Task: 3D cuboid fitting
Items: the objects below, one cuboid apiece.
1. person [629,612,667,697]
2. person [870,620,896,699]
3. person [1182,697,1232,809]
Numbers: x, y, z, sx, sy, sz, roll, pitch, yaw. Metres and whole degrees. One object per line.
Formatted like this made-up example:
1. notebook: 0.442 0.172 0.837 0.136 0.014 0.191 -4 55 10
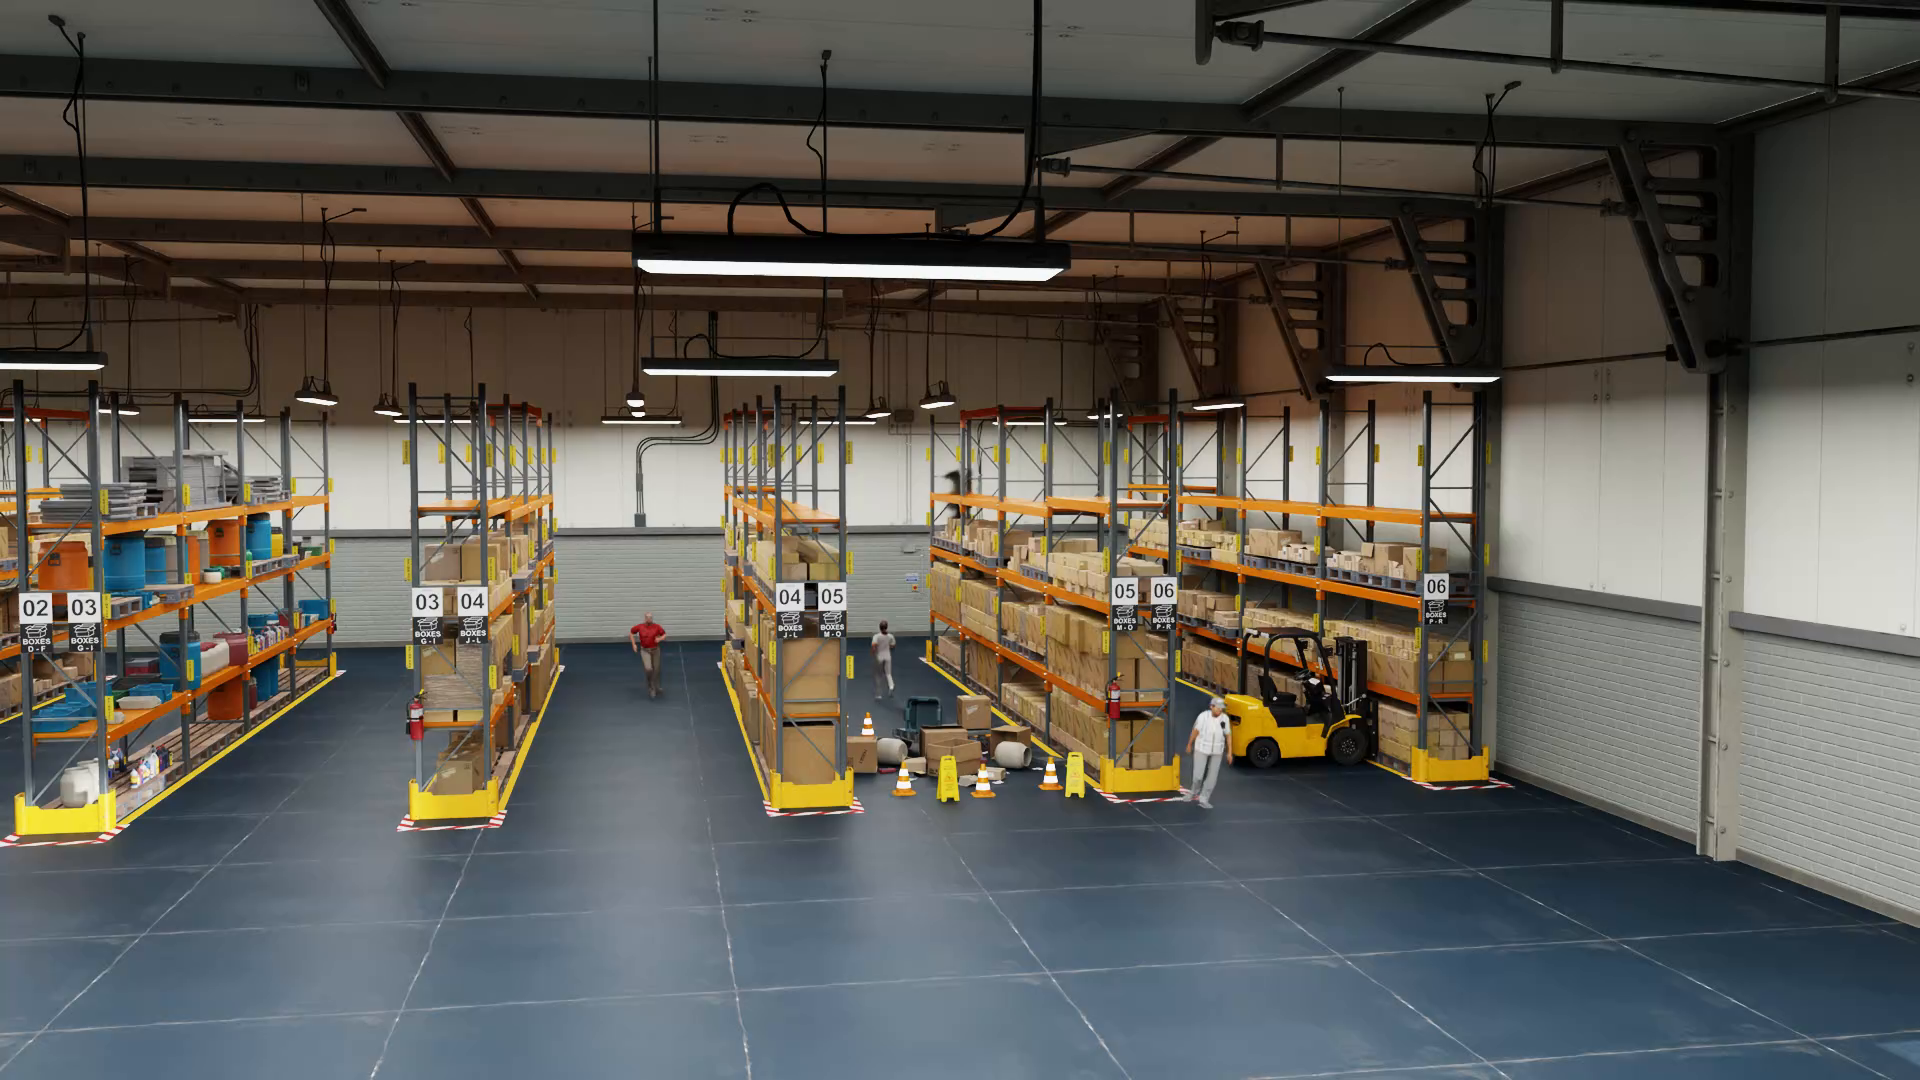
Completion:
1. person: -6.510 2.403 34.775 0.762 1.798 0.730 -1 3 -19
2. person: -1.573 2.454 33.855 0.580 1.643 0.903 -1 3 -18
3. person: 3.513 3.008 23.517 0.649 1.625 0.610 0 3 -7
